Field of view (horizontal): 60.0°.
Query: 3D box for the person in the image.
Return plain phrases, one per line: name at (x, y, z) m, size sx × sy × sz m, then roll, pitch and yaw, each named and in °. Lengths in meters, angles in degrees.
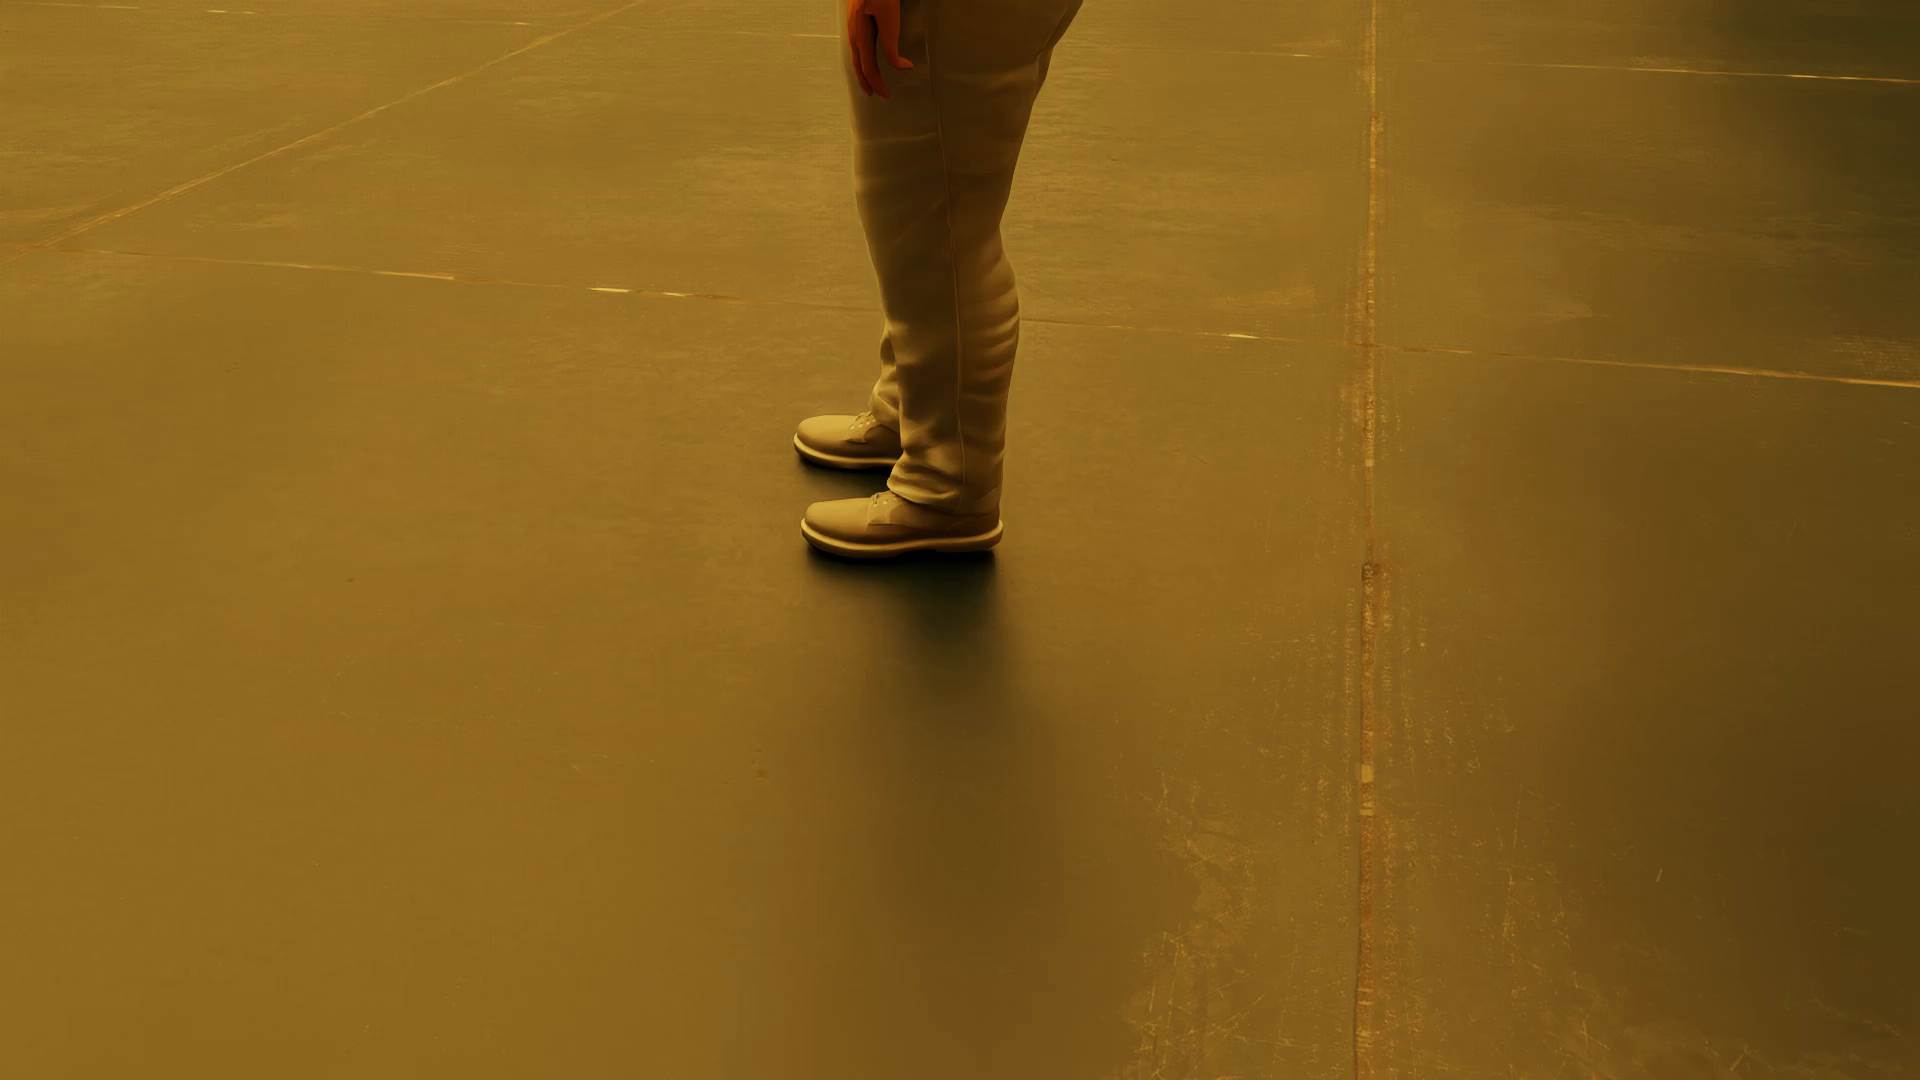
person at (-0.071, -0.768, 2.157) m, size 0.527 × 1.670 × 0.598 m, roll 6°, pitch 27°, yaw 11°
